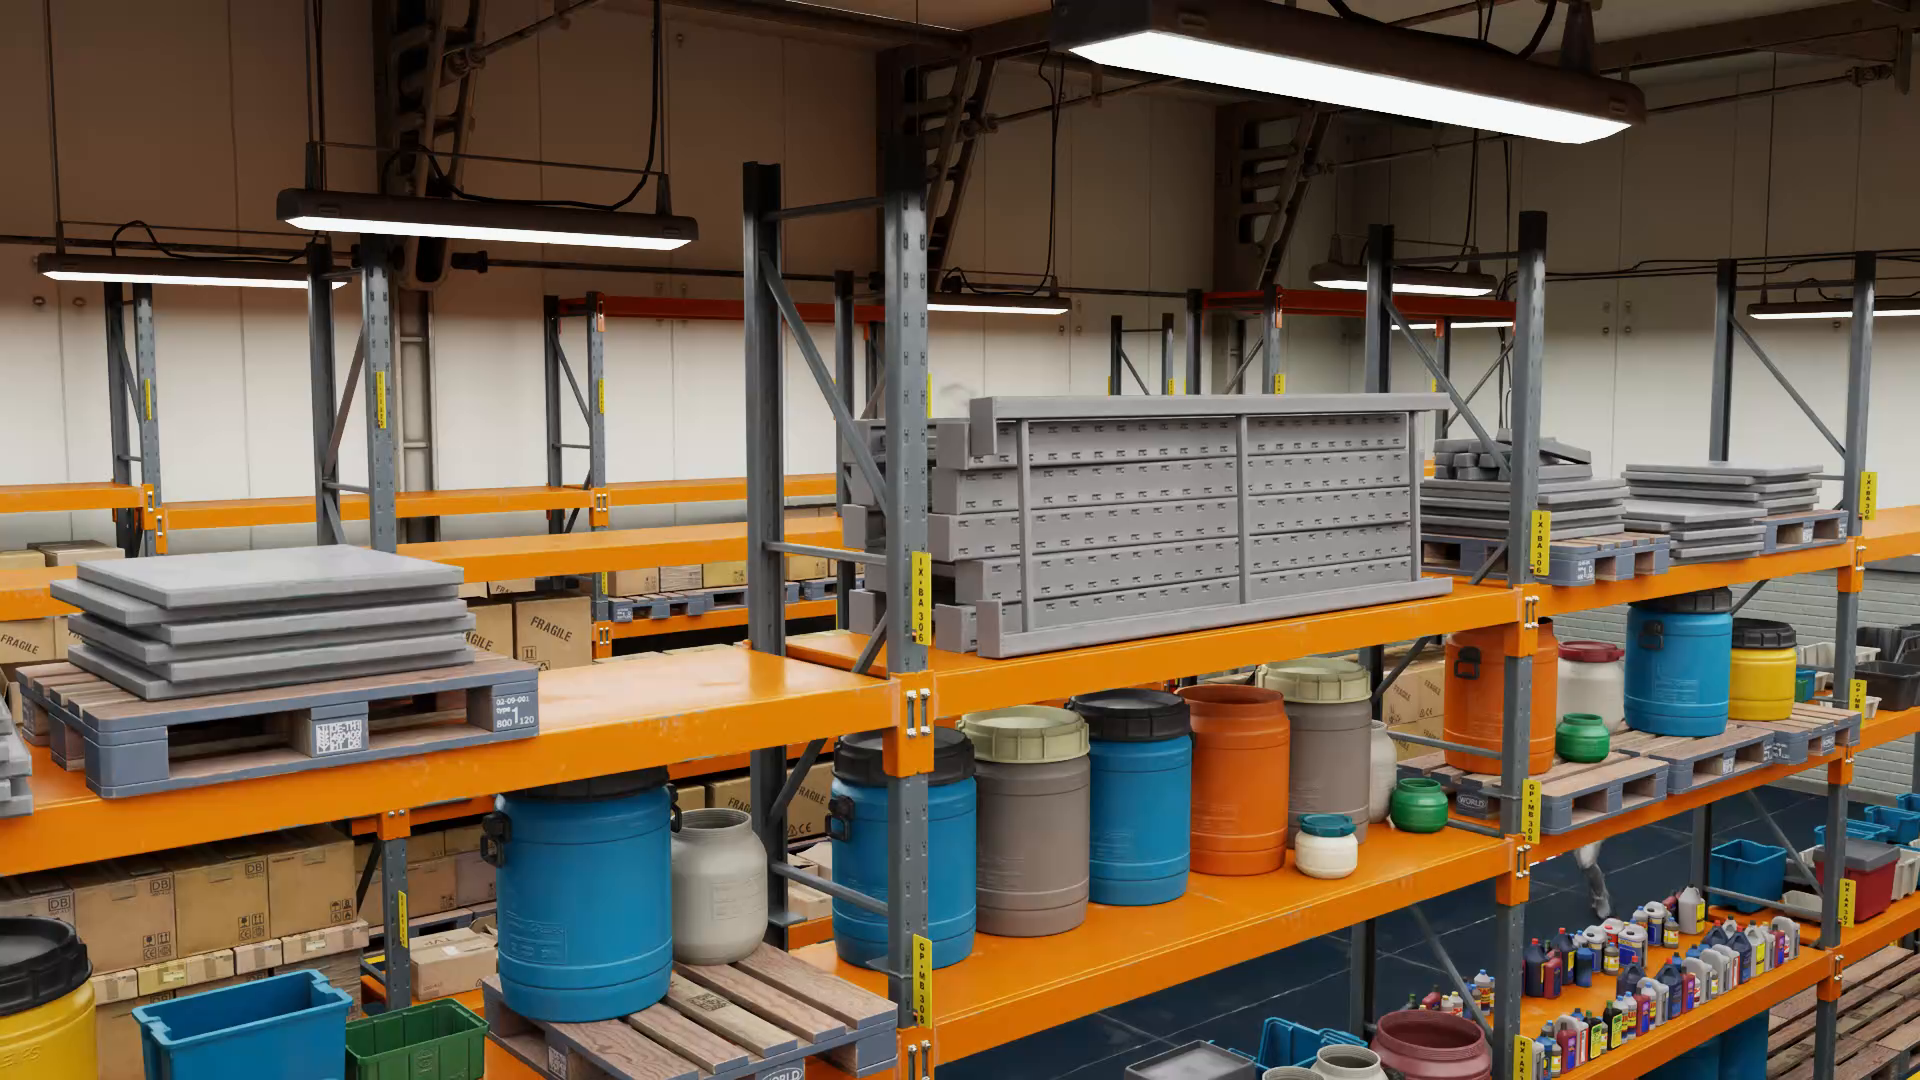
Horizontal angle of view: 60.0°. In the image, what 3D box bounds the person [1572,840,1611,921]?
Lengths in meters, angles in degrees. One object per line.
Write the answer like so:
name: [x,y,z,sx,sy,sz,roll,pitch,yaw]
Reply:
person: [6.050,2.759,16.081,0.662,1.728,0.682,-5,7,-41]
